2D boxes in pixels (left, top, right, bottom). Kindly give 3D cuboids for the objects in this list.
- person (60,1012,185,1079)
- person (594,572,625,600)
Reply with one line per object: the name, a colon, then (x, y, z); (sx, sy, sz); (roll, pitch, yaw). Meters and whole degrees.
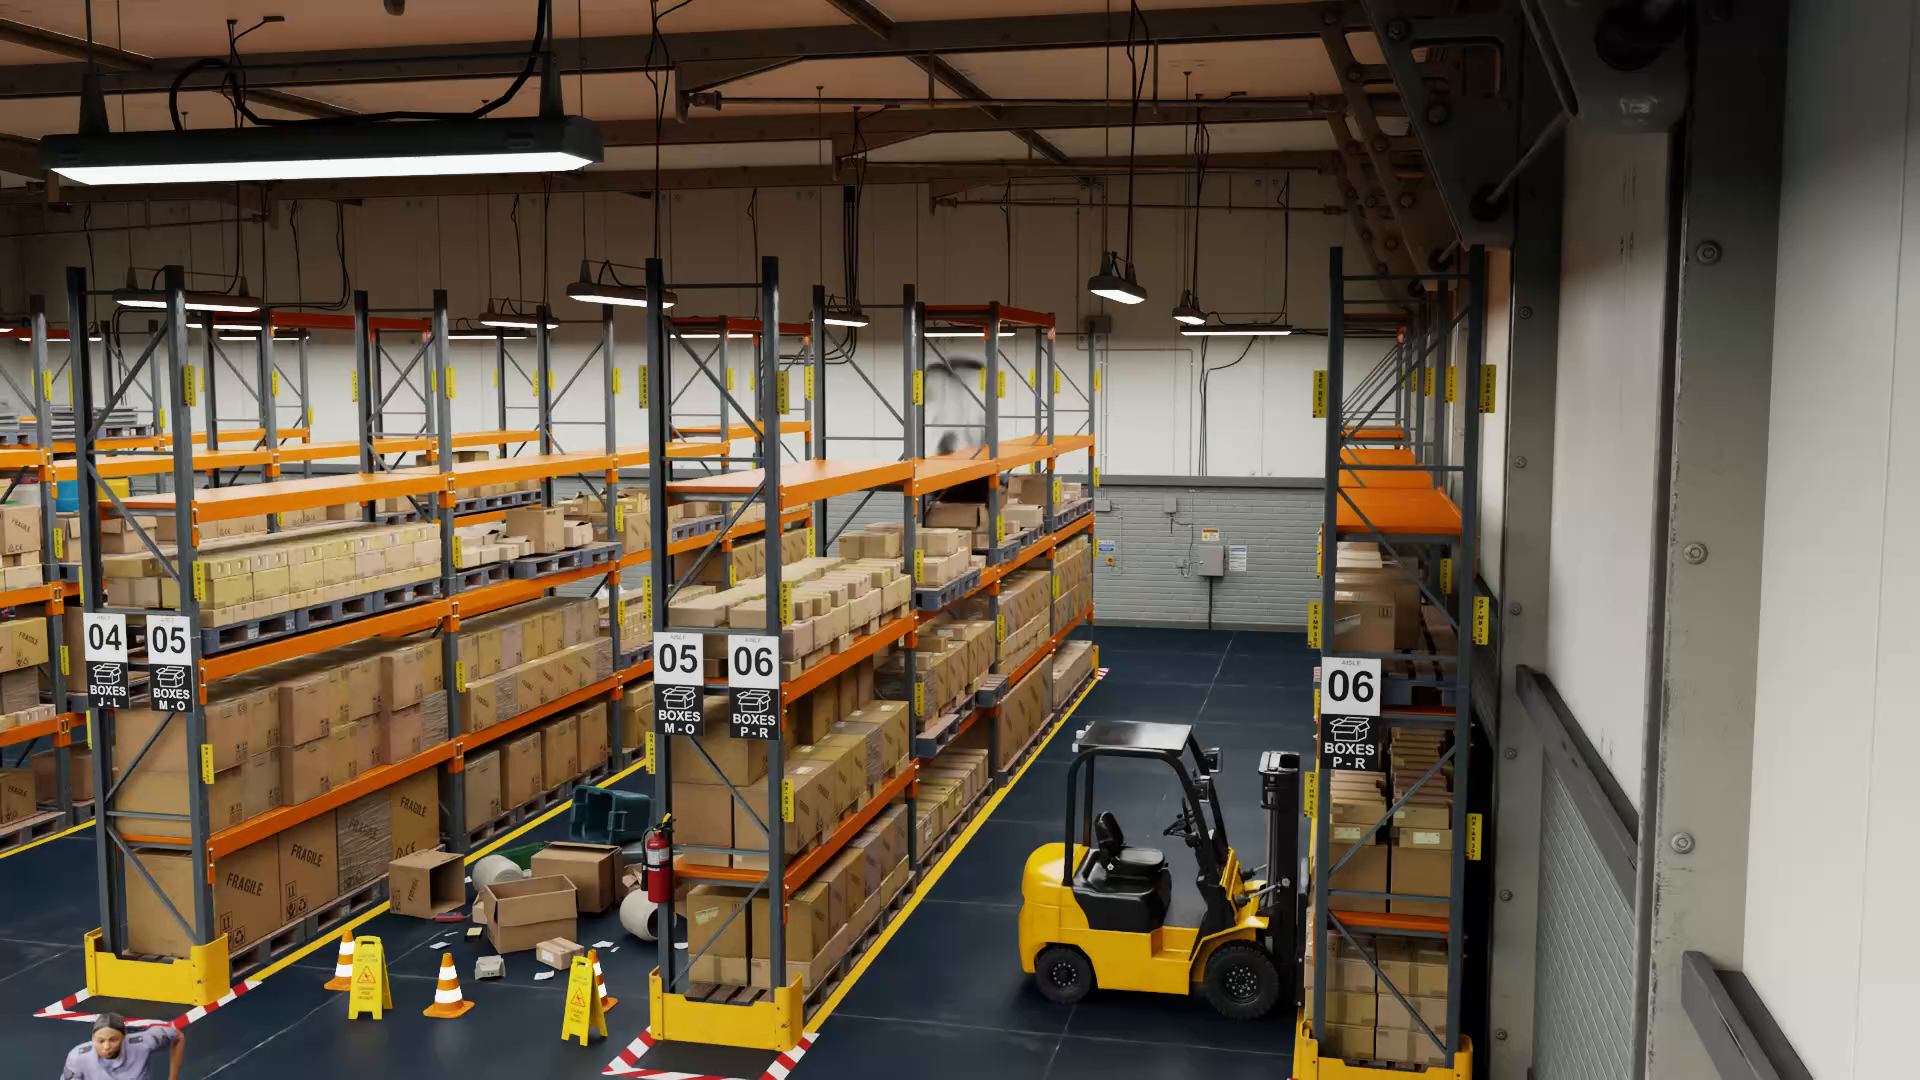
person: (-4.898, 3.432, 9.807); (0.649, 1.612, 0.958); (-2, 6, -19)
person: (-6.096, 1.374, 28.935); (0.668, 1.737, 0.721); (1, 6, 7)
